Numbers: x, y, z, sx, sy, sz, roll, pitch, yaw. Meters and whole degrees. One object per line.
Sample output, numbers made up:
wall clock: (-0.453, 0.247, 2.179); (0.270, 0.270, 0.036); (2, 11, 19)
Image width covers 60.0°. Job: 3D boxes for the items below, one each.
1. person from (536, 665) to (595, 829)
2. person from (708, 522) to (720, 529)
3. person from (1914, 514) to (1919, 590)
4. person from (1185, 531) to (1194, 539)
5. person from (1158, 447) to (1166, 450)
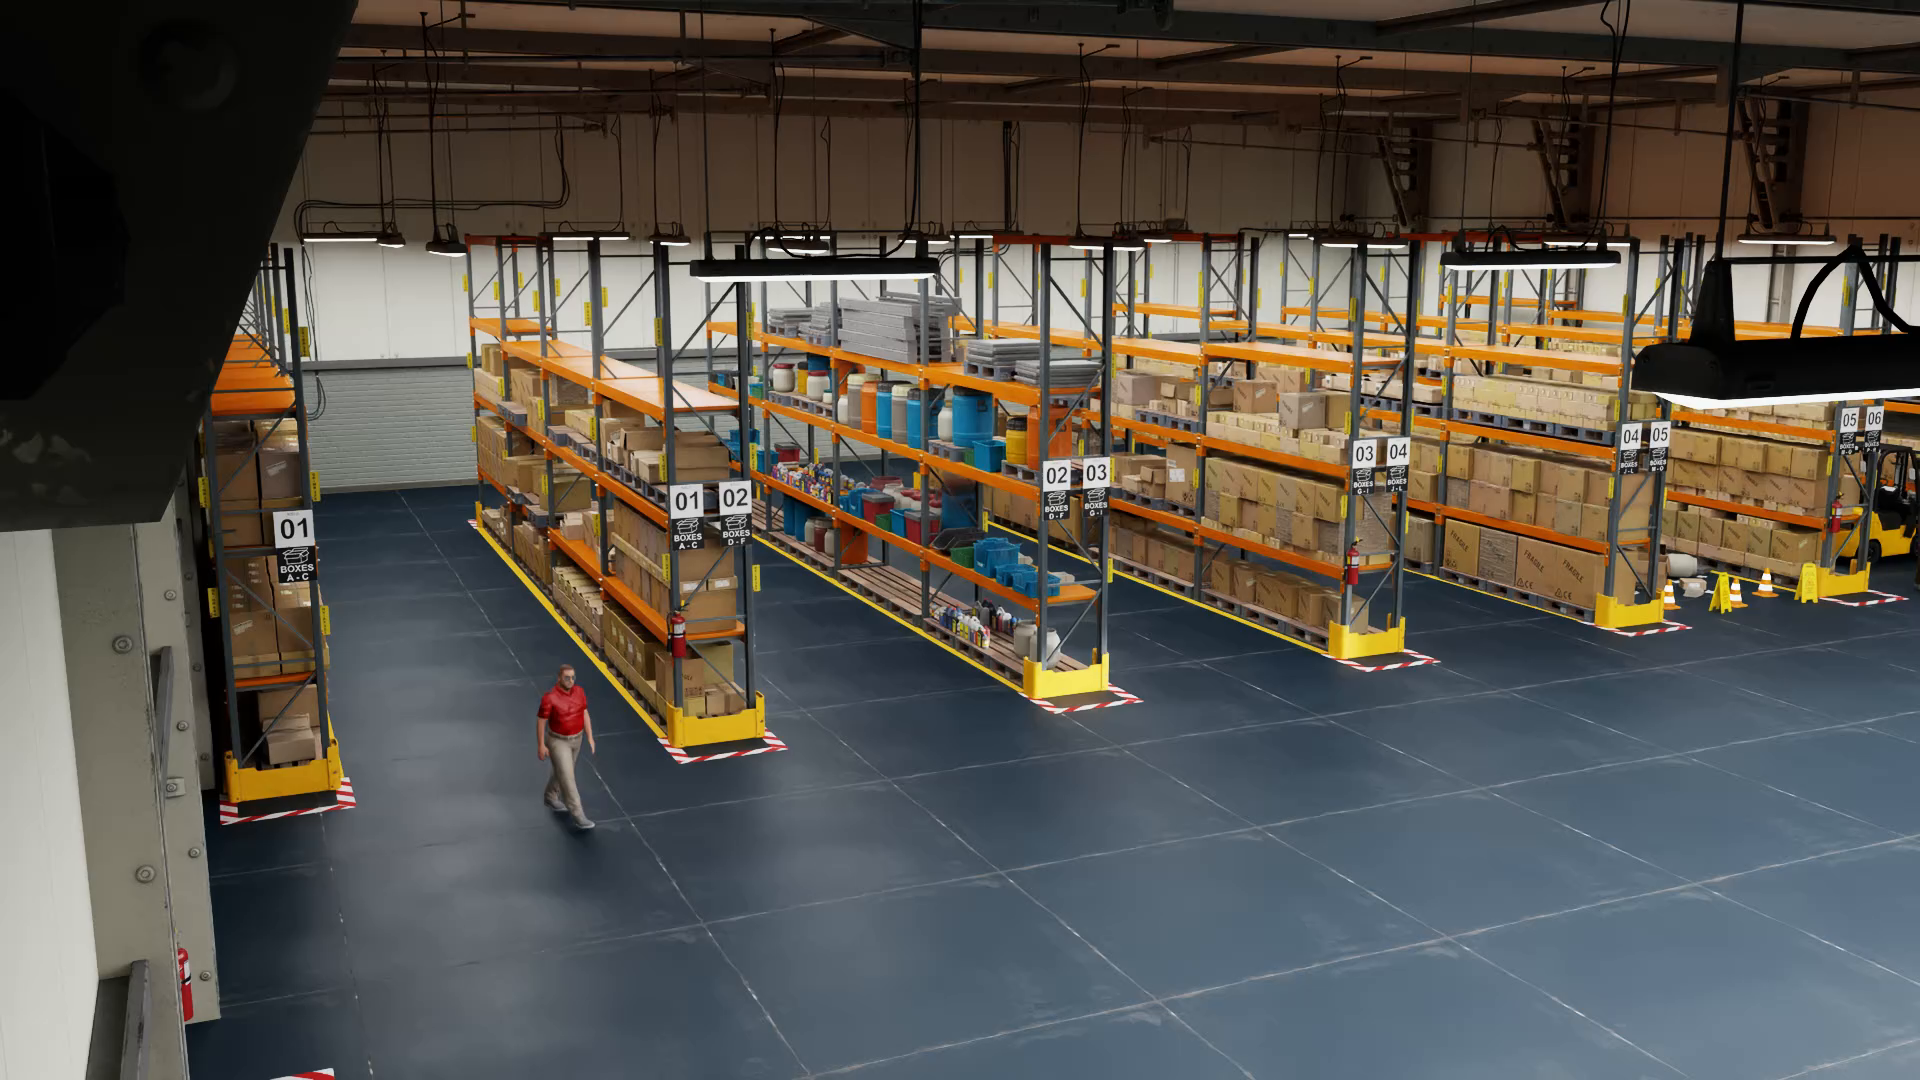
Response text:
person: (-4.129, 2.134, 17.582); (1.030, 1.666, 0.560); (7, 13, 31)
person: (-4.395, -0.180, 29.452); (0.622, 1.716, 1.171); (-6, 12, -27)
person: (16.539, 0.096, 28.146); (0.624, 1.658, 1.027); (2, 11, 10)
person: (4.514, -0.567, 31.782); (0.706, 1.626, 0.702); (-3, 11, -14)
person: (5.662, -3.352, 45.931); (0.559, 1.672, 0.479); (-8, 14, -37)
